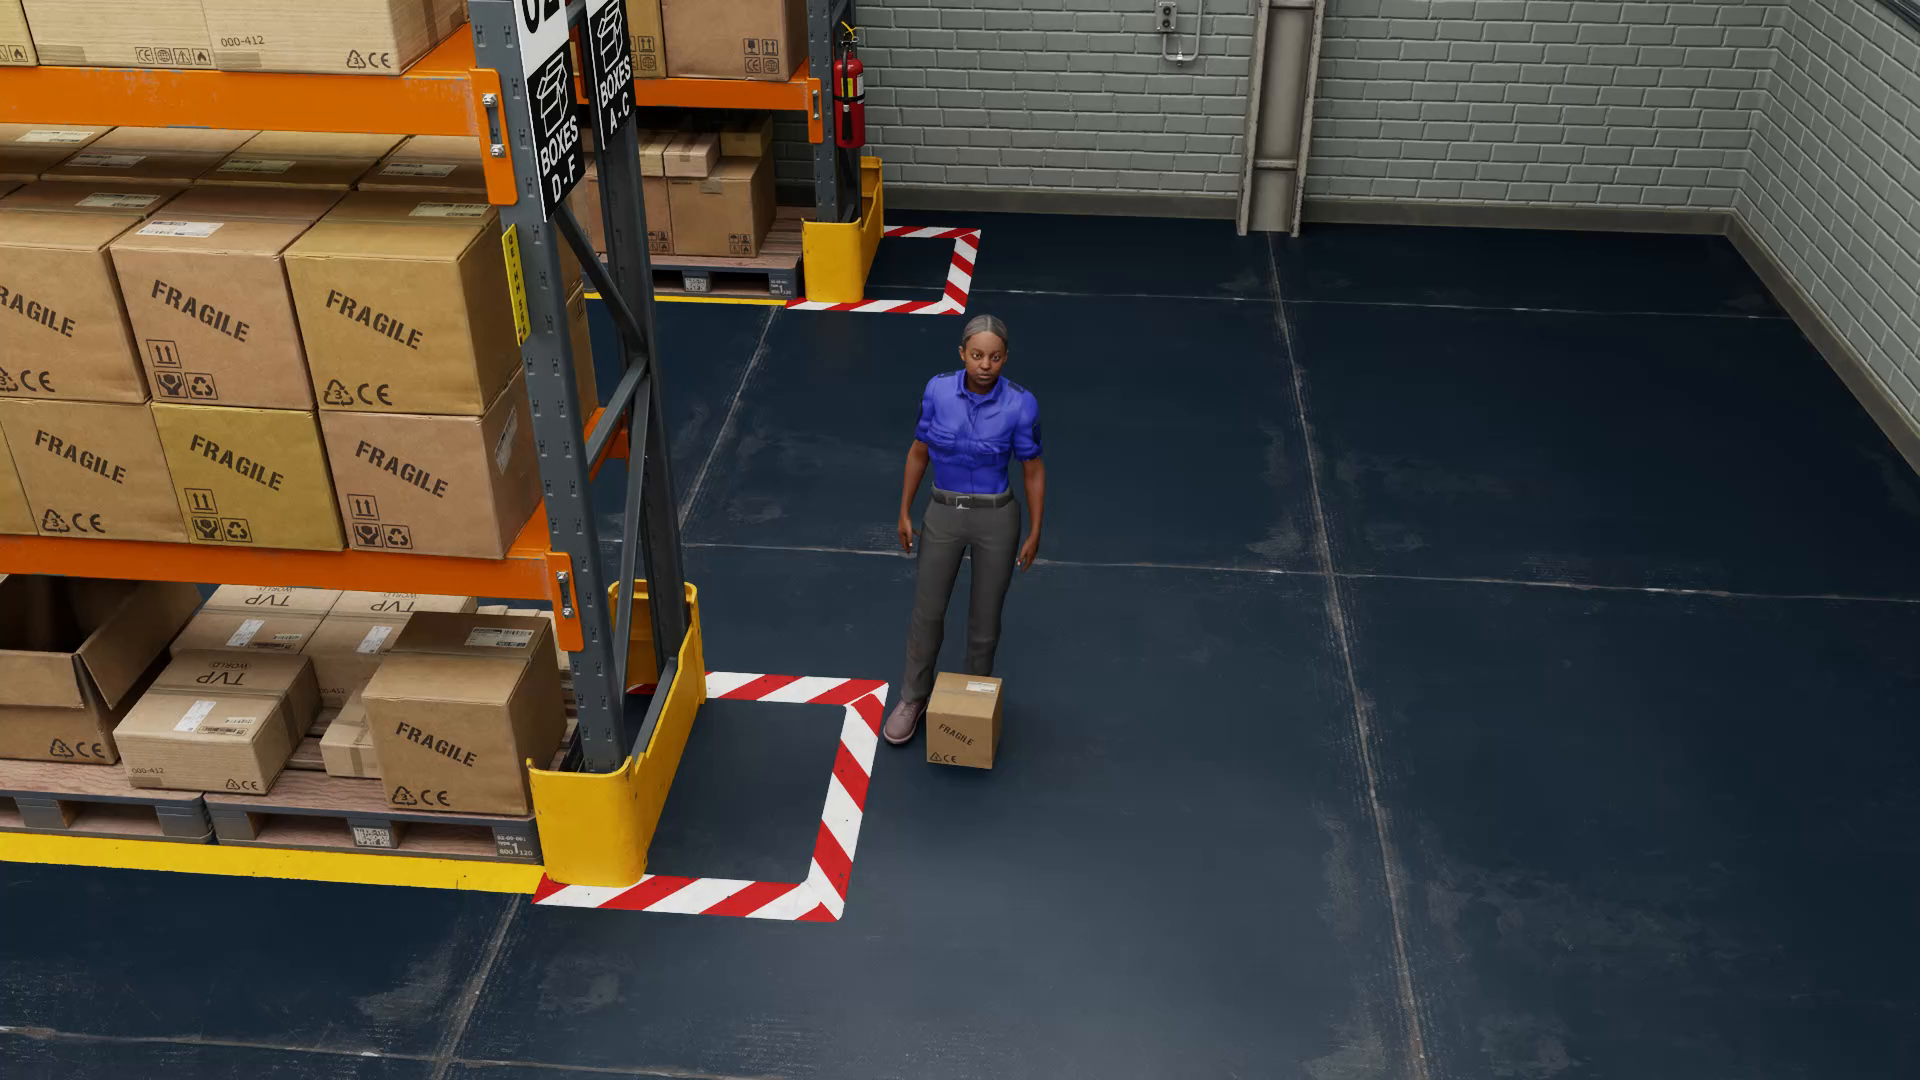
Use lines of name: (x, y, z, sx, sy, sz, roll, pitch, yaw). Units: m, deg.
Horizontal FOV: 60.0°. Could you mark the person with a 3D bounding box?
person: (0.015, -0.013, 6.147, 0.570, 1.656, 0.503, 6, 33, 9)
